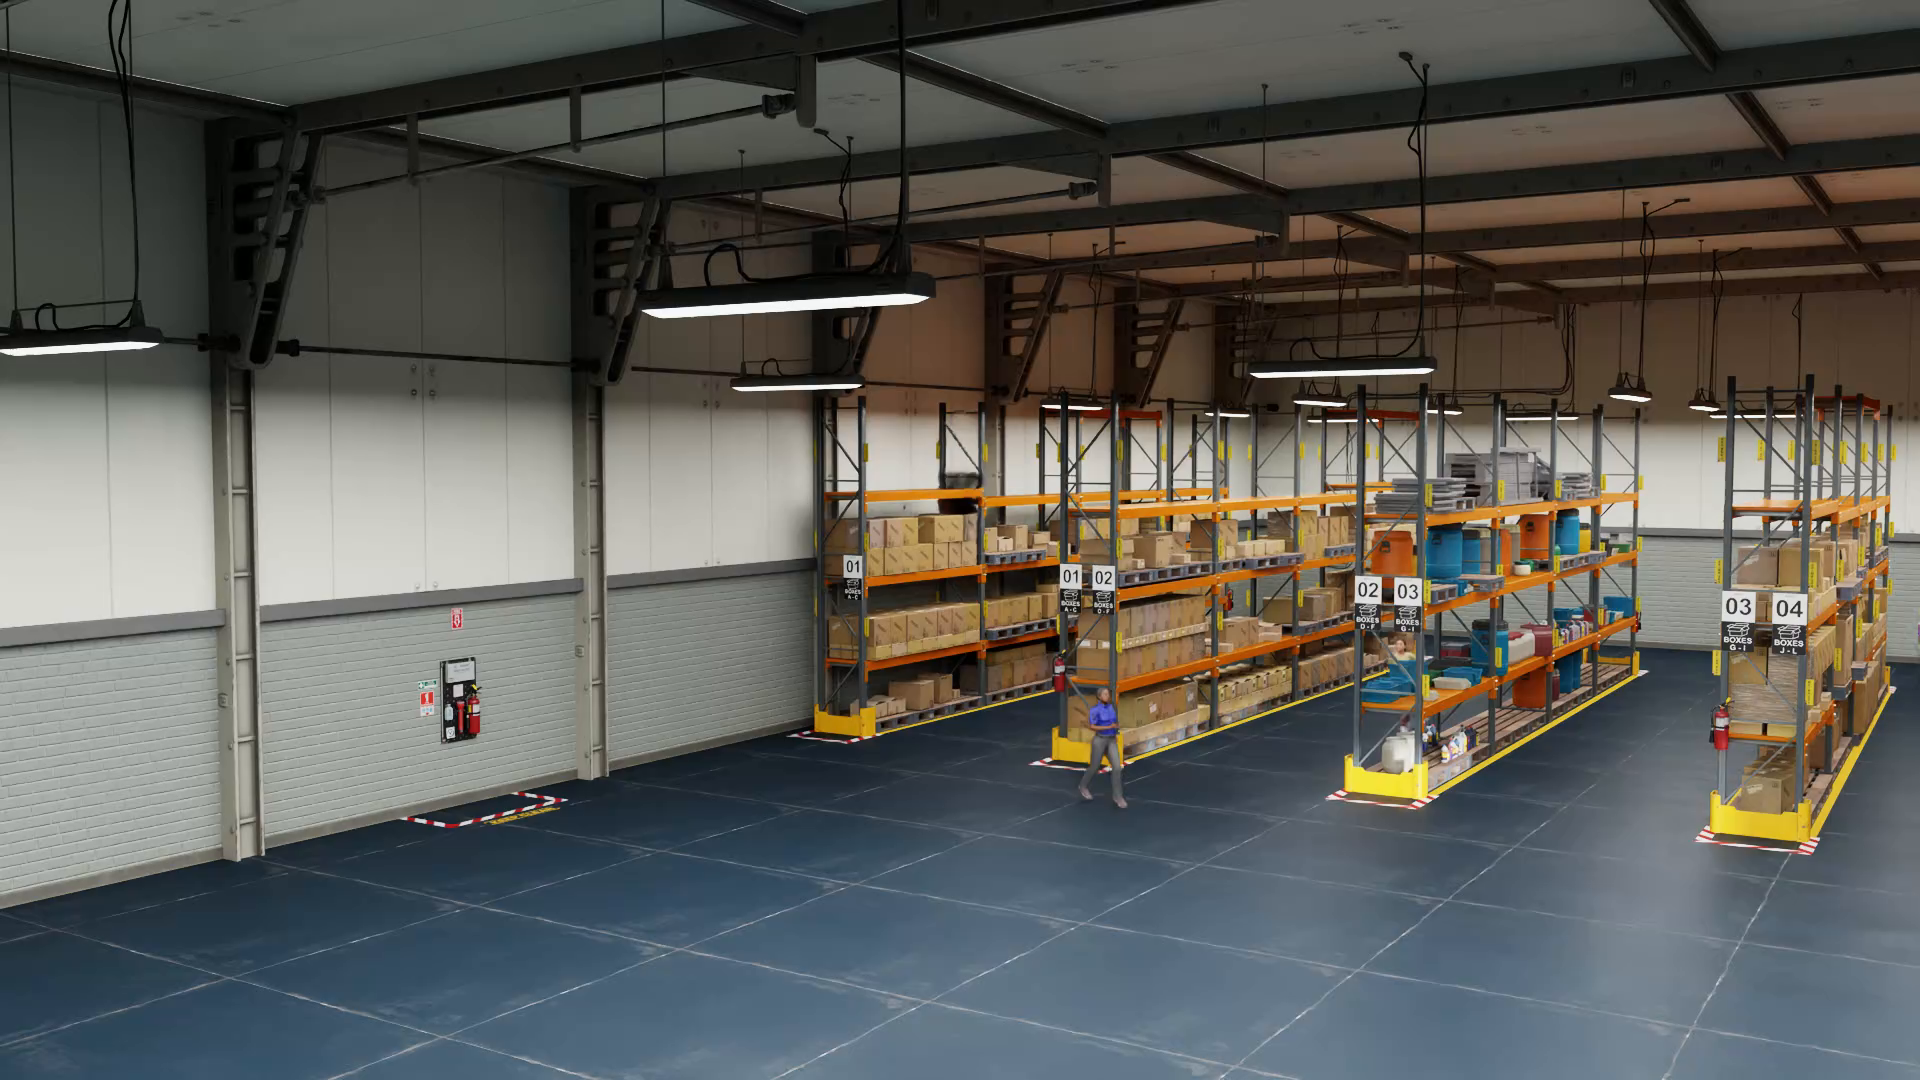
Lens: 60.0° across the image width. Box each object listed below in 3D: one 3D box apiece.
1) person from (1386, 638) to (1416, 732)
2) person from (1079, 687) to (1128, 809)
[{"bbox_3d":[7.922,2.609,29.837,0.557,1.715,0.716,2,4,37],"label":"person"},{"bbox_3d":[2.038,2.918,23.611,0.563,1.680,0.884,-2,4,-34],"label":"person"}]
